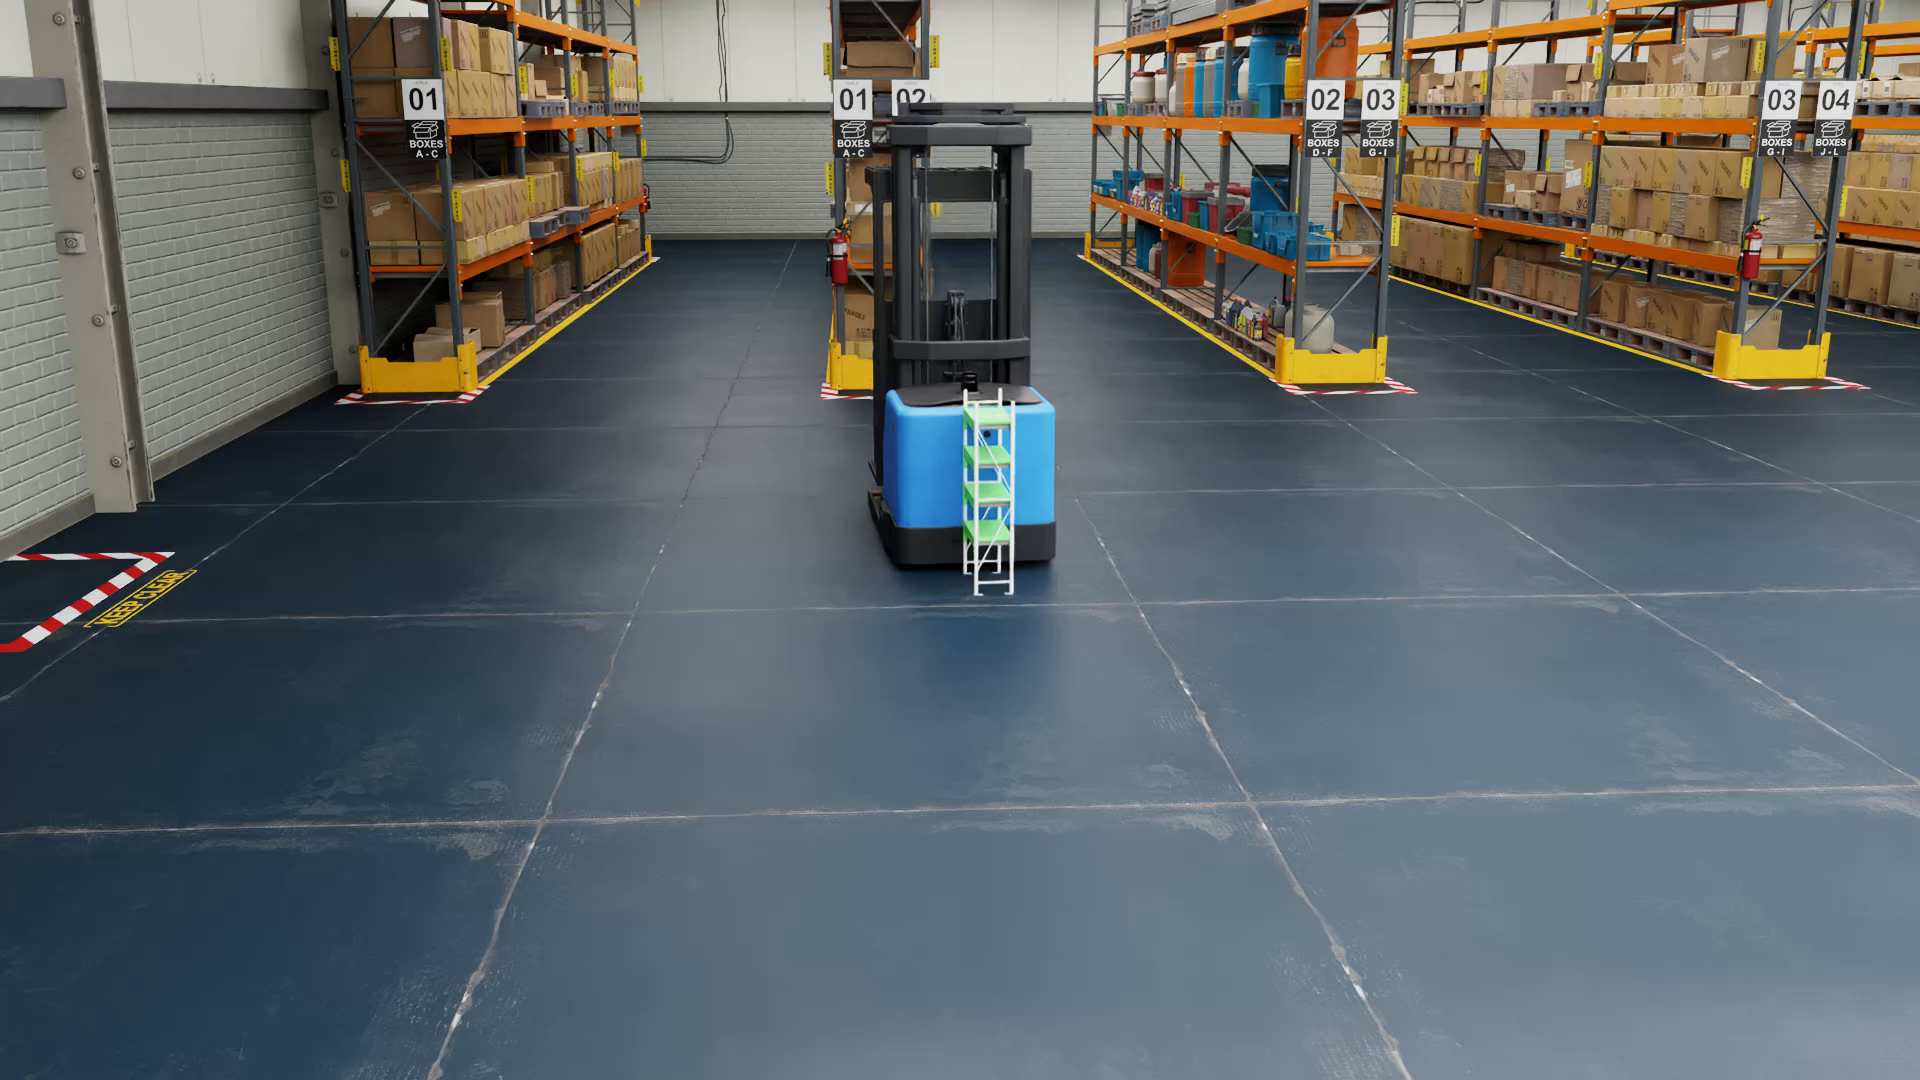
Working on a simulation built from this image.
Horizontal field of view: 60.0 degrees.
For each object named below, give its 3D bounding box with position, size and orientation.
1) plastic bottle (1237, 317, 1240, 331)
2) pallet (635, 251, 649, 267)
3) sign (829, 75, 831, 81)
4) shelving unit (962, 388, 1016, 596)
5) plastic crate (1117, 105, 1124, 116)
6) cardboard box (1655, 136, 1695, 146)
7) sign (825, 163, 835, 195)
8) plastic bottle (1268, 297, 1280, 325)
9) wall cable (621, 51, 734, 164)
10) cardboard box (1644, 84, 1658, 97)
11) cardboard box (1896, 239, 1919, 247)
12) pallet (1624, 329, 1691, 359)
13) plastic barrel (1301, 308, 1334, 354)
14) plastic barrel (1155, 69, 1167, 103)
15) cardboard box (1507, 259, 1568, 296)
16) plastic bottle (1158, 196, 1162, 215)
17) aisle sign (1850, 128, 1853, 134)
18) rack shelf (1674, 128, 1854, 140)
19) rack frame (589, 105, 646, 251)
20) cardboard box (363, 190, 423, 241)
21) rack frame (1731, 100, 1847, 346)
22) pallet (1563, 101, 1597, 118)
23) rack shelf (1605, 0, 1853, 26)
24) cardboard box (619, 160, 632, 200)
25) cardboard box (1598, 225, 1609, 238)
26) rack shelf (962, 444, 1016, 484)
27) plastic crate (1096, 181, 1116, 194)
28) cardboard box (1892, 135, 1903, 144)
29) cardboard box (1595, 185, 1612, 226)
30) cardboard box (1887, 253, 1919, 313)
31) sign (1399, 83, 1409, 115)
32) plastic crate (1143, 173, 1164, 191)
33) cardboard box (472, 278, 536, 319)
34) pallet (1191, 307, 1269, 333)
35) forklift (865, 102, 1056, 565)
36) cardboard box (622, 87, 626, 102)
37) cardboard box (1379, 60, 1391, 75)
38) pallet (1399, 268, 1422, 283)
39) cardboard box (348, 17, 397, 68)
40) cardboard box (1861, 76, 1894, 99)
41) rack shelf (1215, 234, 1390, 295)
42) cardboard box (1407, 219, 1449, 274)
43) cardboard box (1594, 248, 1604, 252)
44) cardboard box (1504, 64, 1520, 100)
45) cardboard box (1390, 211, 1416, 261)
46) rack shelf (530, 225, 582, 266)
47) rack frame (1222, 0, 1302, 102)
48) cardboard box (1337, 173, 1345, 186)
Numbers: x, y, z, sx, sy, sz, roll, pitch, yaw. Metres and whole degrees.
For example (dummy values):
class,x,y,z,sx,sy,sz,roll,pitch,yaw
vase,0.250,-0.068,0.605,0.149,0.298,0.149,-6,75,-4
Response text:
class,x,y,z,sx,sy,sz,roll,pitch,yaw
plastic bottle,3.522,-2.719,20.807,0.097,0.201,0.097,0,14,0
pallet,-6.623,-5.469,32.359,1.003,0.211,1.213,-1,14,-3
sign,-1.604,-5.955,20.962,0.100,0.325,0.005,-1,14,-3
shelving unit,0.175,-0.302,10.293,0.258,1.200,0.503,-2,15,-7
plastic crate,3.057,-7.626,29.552,0.450,0.188,0.662,-1,14,-3
cardboard box,12.986,-7.093,30.269,0.500,0.500,0.500,-1,14,-5
sign,-1.358,-3.786,17.422,0.100,0.325,0.005,-1,14,-3
plastic bottle,4.064,-2.958,21.437,0.144,0.351,0.185,-1,14,-3
wall cable,-6.745,-9.831,37.908,3.097,2.526,0.112,-1,14,-3
cardboard box,8.604,-5.489,20.321,0.380,0.149,0.250,-1,14,-4
cardboard box,18.288,-5.525,31.280,0.875,0.438,0.875,-1,14,-4
pallet,8.980,-2.441,20.591,1.003,0.211,1.213,-1,14,-3
plastic barrel,4.011,-2.352,18.798,0.421,0.512,0.421,0,14,0
plastic barrel,3.373,-7.341,26.903,0.433,0.535,0.433,0,14,0
cardboard box,8.685,-3.956,25.014,0.700,0.500,0.500,-2,15,-8
plastic bottle,3.168,-5.276,26.245,0.061,0.283,0.133,-1,14,-3
aisle sign,18.277,-8.681,34.030,0.394,0.787,0.004,-1,14,-3
rack shelf,13.409,-6.910,27.788,1.077,0.370,4.000,-1,14,-3
rack frame,-6.751,-7.017,32.780,1.000,3.000,0.127,-1,14,-3
cardboard box,-6.001,-3.452,17.680,0.500,0.500,0.500,-1,14,-4
rack frame,9.072,-3.268,18.206,1.000,3.000,0.127,-1,14,-3
pallet,8.892,-5.779,22.325,1.213,0.211,1.003,-1,14,-3
rack shelf,8.948,-6.320,19.482,1.077,0.370,4.000,-1,14,-3
cardboard box,-6.615,-6.665,30.810,0.980,0.700,0.700,-2,15,-6
cardboard box,8.540,-4.020,21.635,0.380,0.149,0.250,-1,14,-3
rack shelf,0.175,-0.473,10.249,0.258,0.148,0.480,-2,15,-7
plastic crate,2.865,-6.888,32.493,0.416,0.233,0.300,-1,14,-3
cardboard box,17.884,-7.577,31.447,0.380,0.149,0.250,-1,14,-4
cardboard box,8.790,-4.342,21.584,0.875,0.500,0.500,-1,14,-3
cardboard box,13.653,-3.581,23.095,1.050,0.750,0.750,-1,14,-4
sign,4.678,-4.655,17.563,0.100,0.325,0.005,-1,14,-3
plastic crate,3.580,-6.461,30.371,0.402,0.464,0.583,-1,14,-3
cardboard box,-6.070,-3.218,22.148,0.700,0.500,0.500,0,14,-2
pallet,3.793,-3.030,22.880,1.003,0.211,1.213,-1,14,-3
forklift,-0.086,-1.579,11.782,1.130,2.935,3.031,-2,15,-7
cardboard box,-6.339,-8.085,30.166,0.500,0.250,0.500,-1,14,-5
cardboard box,8.196,-8.860,31.174,0.500,0.250,0.500,-1,14,-5
pallet,8.451,-4.711,29.411,1.003,0.211,1.213,-1,14,-3
cardboard box,-6.047,-5.136,17.202,0.500,0.500,0.500,0,14,-1
cardboard box,13.421,-6.534,24.018,0.500,0.311,0.500,-1,14,-4
rack shelf,4.005,-3.340,19.932,1.077,0.370,4.000,-1,14,-3
cardboard box,8.444,-5.045,28.537,1.225,0.875,0.875,-1,14,-5
cardboard box,12.777,-5.795,32.907,0.380,0.149,0.250,-1,14,-3
cardboard box,8.376,-6.753,24.530,0.500,0.500,0.500,-1,14,-3
cardboard box,8.367,-5.592,30.660,0.875,0.875,0.875,-1,14,-3
rack shelf,-6.131,-4.182,23.204,1.077,0.370,4.000,-1,14,-3
rack frame,3.881,-7.091,21.028,1.000,3.000,0.127,-1,14,-3
cardboard box,7.841,-7.195,33.173,0.500,0.250,0.500,-1,14,-5
